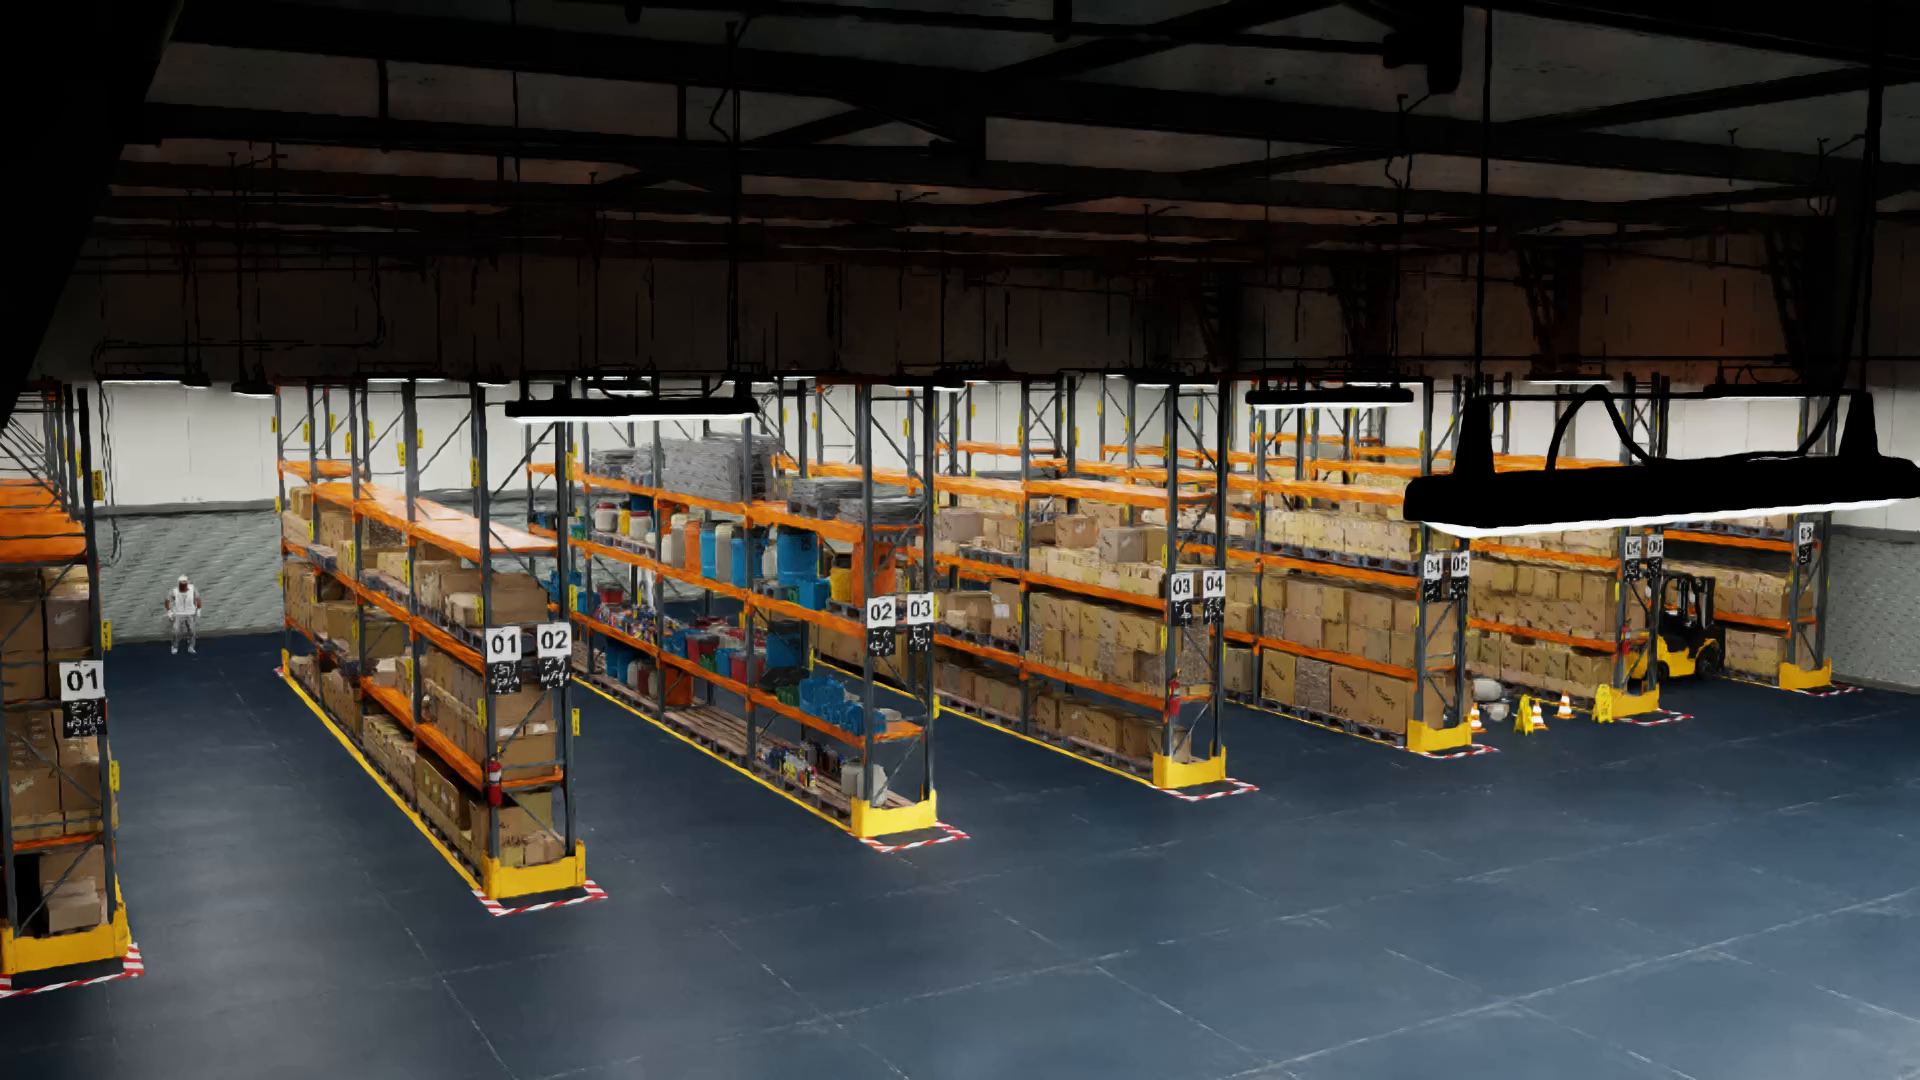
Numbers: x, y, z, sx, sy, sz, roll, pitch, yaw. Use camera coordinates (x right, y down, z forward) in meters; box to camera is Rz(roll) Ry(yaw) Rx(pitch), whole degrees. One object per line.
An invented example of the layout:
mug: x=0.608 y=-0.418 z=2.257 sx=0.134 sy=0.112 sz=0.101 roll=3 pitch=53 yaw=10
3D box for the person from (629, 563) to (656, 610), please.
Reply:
person: x=-7.914 y=0.947 z=41.342 sx=0.598 sy=1.698 sz=1.194 roll=-3 pitch=7 yaw=-28

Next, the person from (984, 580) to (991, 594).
person: x=0.673 y=1.614 z=35.735 sx=0.488 sy=1.590 sz=1.088 roll=-4 pitch=7 yaw=-32

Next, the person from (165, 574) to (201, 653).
person: x=-16.618 y=1.584 z=35.600 sx=0.702 sy=1.735 sz=0.549 roll=-4 pitch=7 yaw=-31
